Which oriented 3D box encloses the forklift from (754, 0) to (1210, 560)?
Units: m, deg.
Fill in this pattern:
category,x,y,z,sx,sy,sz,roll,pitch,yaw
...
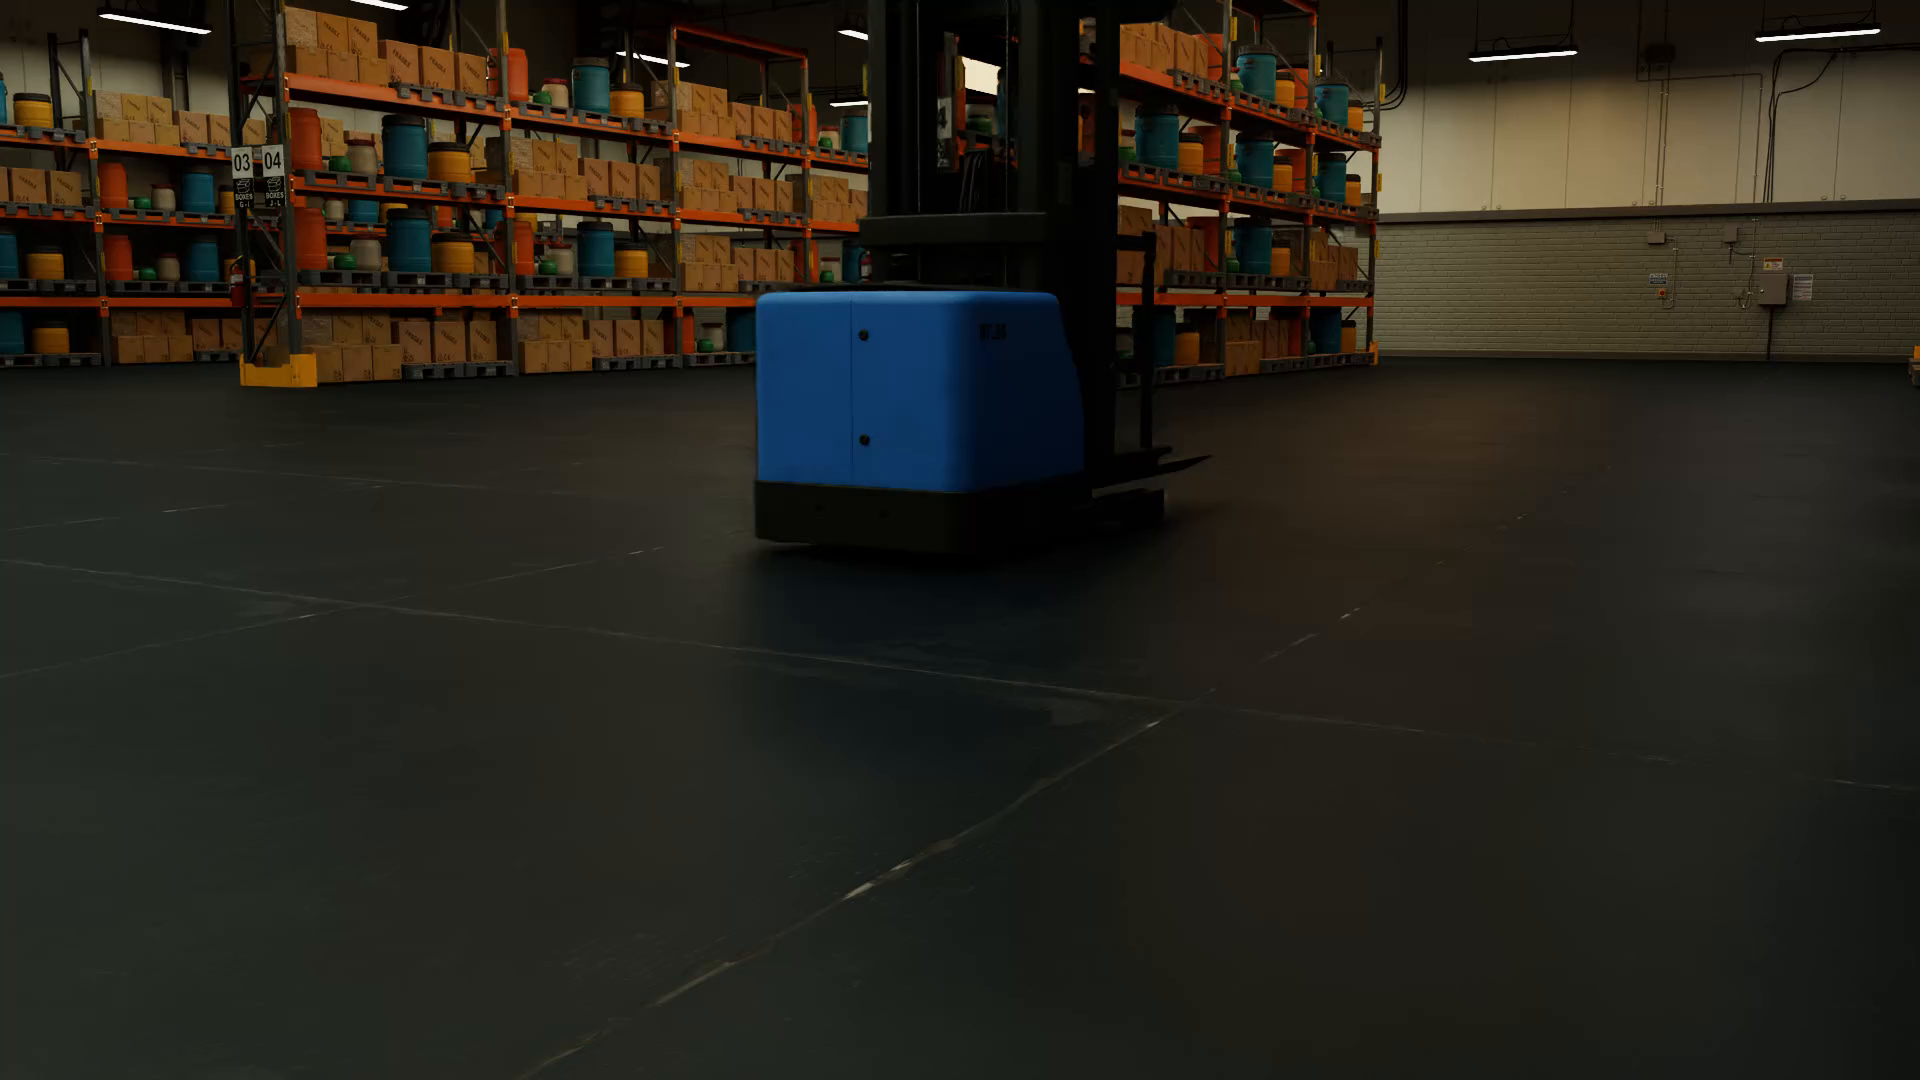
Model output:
category,x,y,z,sx,sy,sz,roll,pitch,yaw
forklift,0.318,-1.534,7.709,1.130,2.935,3.031,4,9,29
